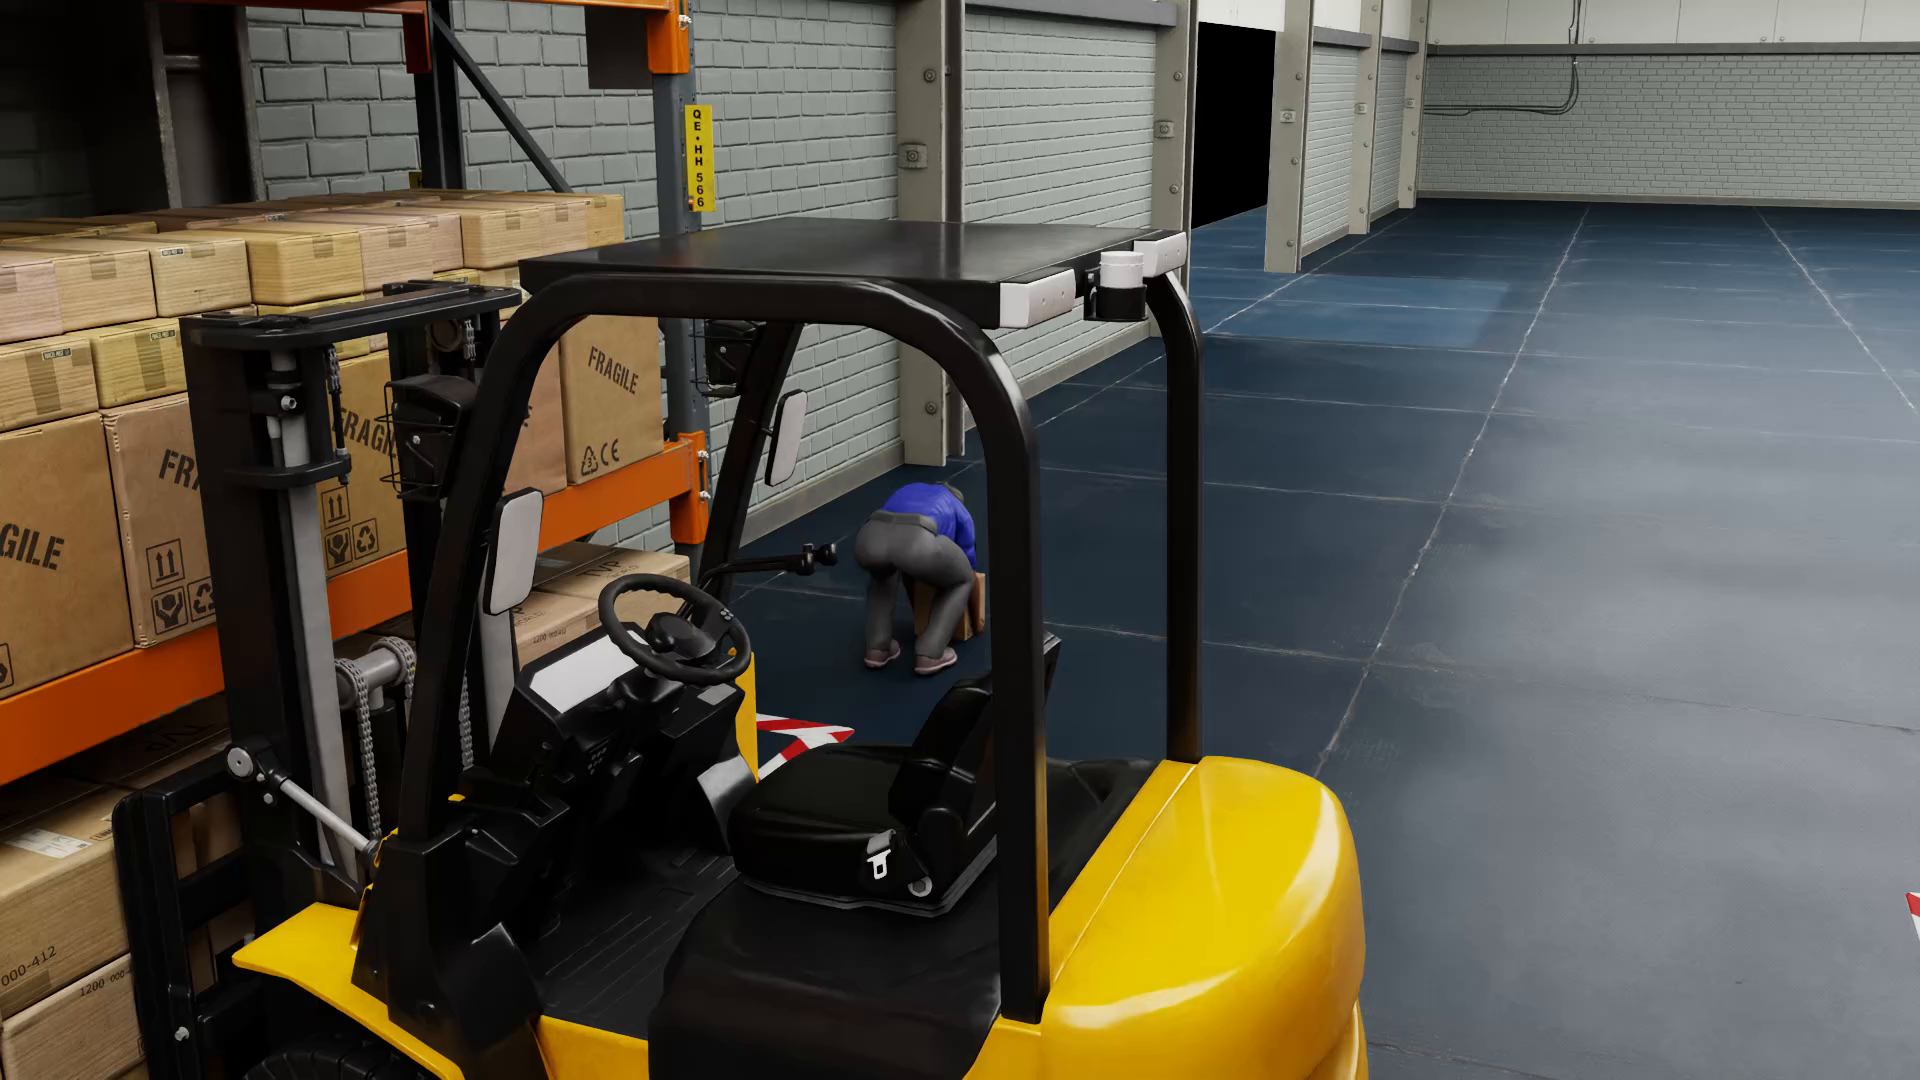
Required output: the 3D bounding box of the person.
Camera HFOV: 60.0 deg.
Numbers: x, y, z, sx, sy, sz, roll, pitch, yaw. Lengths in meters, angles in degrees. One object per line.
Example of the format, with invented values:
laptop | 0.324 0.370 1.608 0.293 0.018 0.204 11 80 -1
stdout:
person | -0.168 0.146 7.241 0.468 0.775 0.873 5 16 19
